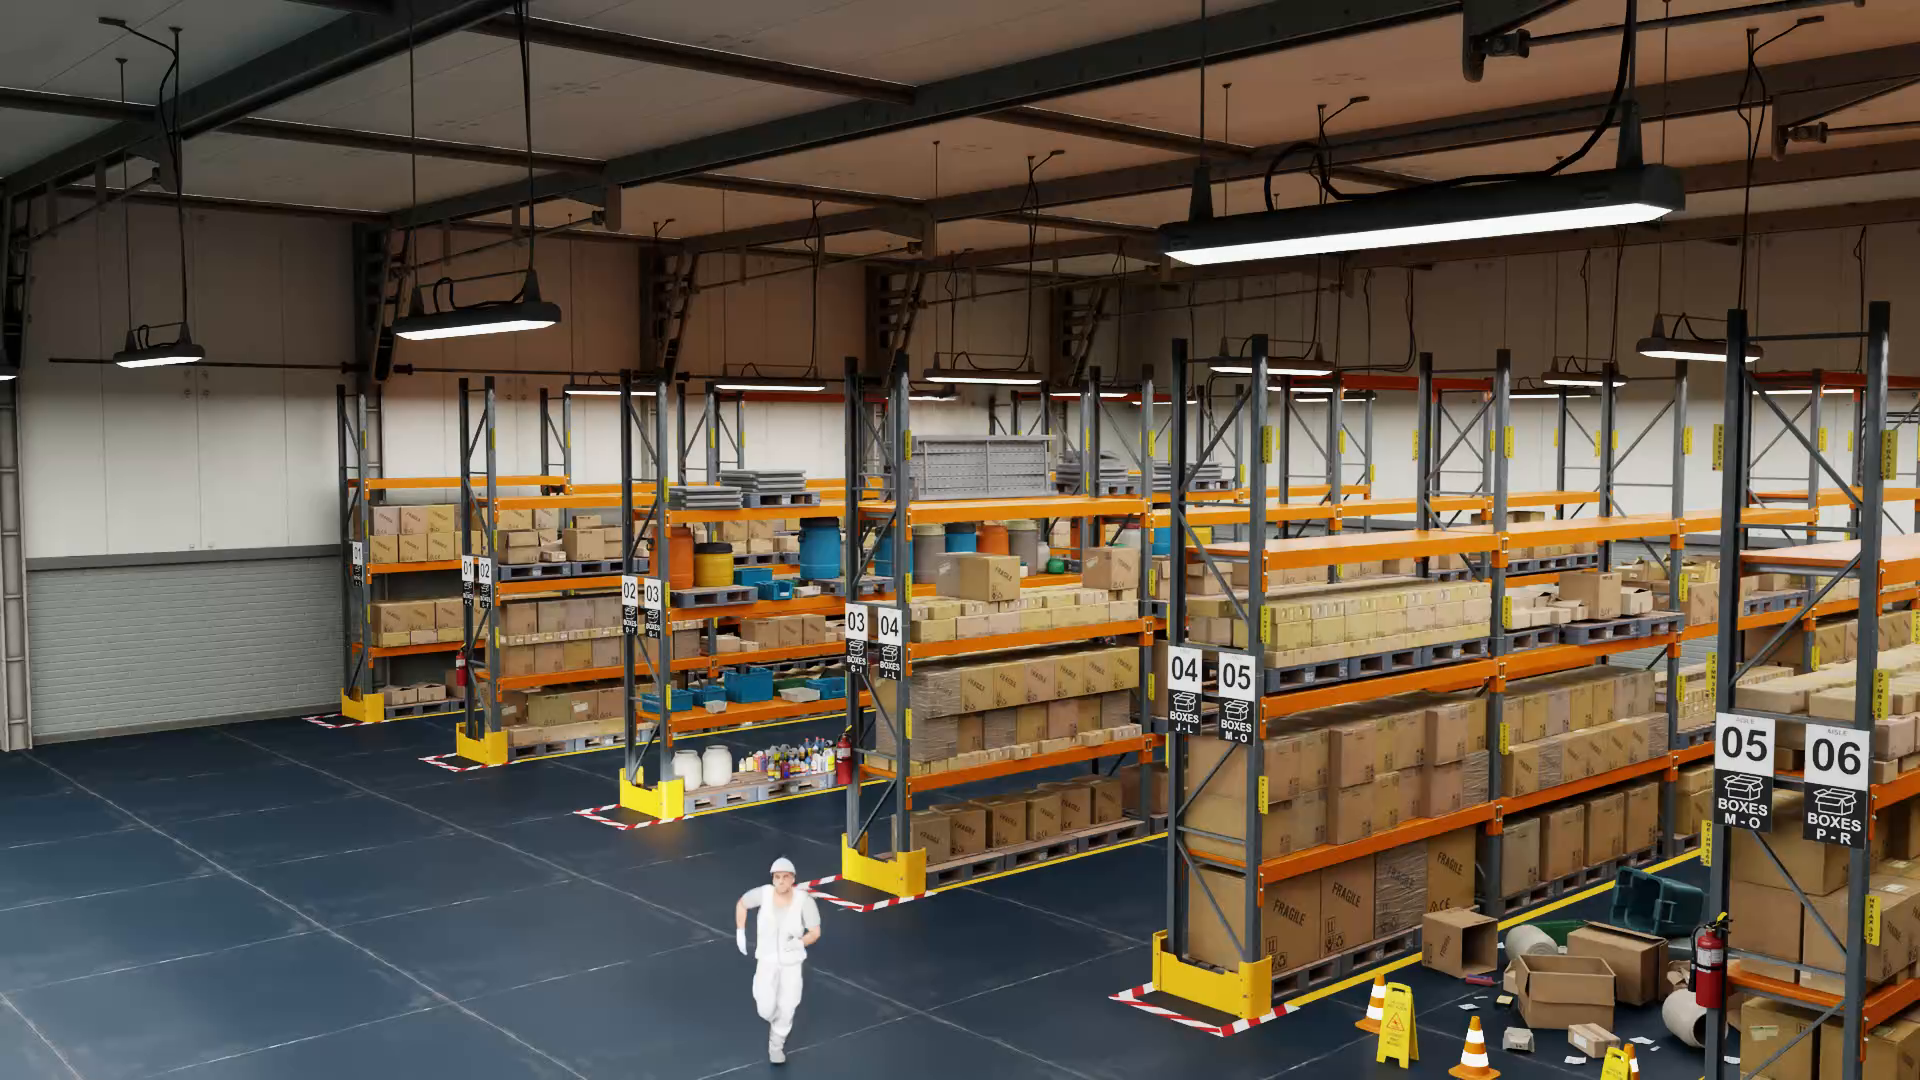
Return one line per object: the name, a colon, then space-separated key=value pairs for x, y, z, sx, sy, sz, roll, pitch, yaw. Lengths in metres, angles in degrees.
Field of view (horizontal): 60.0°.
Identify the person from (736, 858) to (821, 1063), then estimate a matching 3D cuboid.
person: x=-1.475 y=3.413 z=13.396 sx=0.709 sy=1.726 sz=0.681 roll=0 pitch=4 yaw=-1
